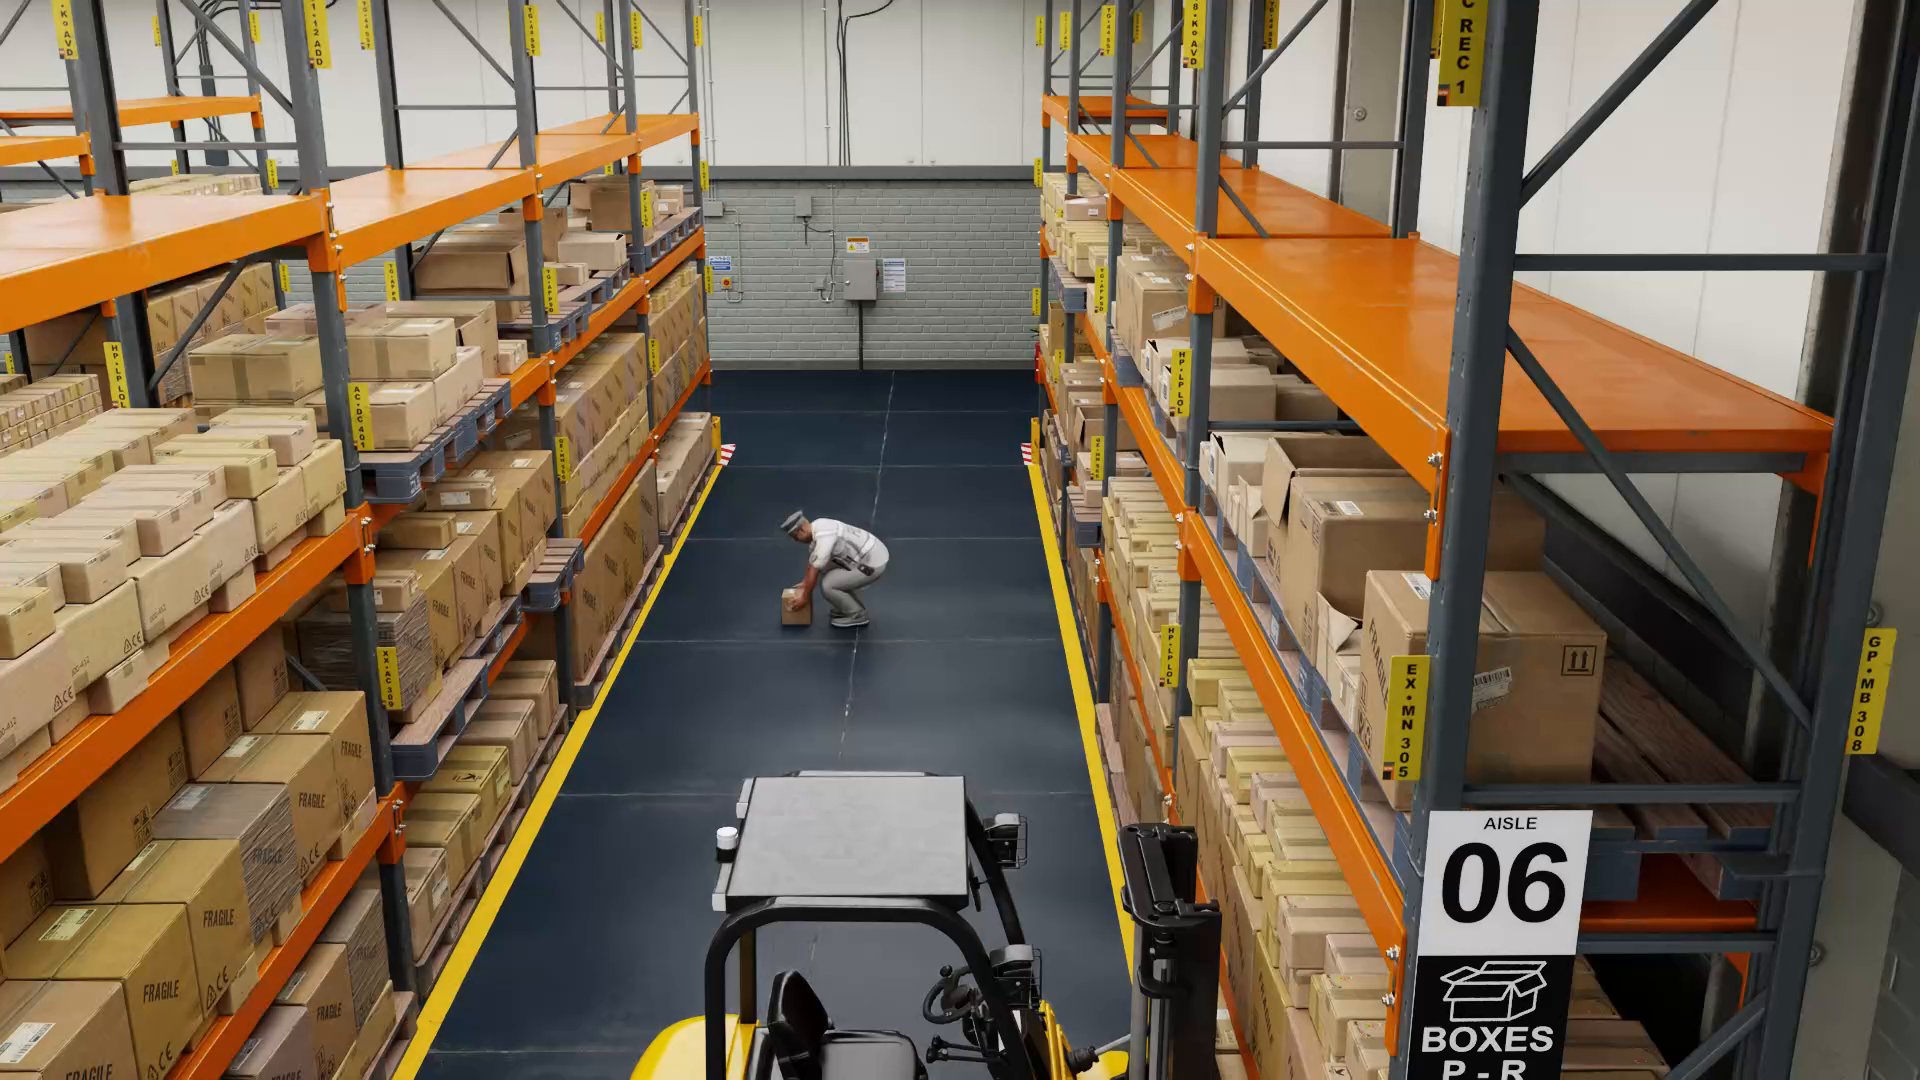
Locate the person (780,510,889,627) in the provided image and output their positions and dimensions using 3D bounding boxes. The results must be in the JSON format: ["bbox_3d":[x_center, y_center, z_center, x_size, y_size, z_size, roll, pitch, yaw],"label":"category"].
[{"bbox_3d":[-1.094,0.231,14.600,0.943,1.030,0.562,0,17,-1],"label":"person"}]
